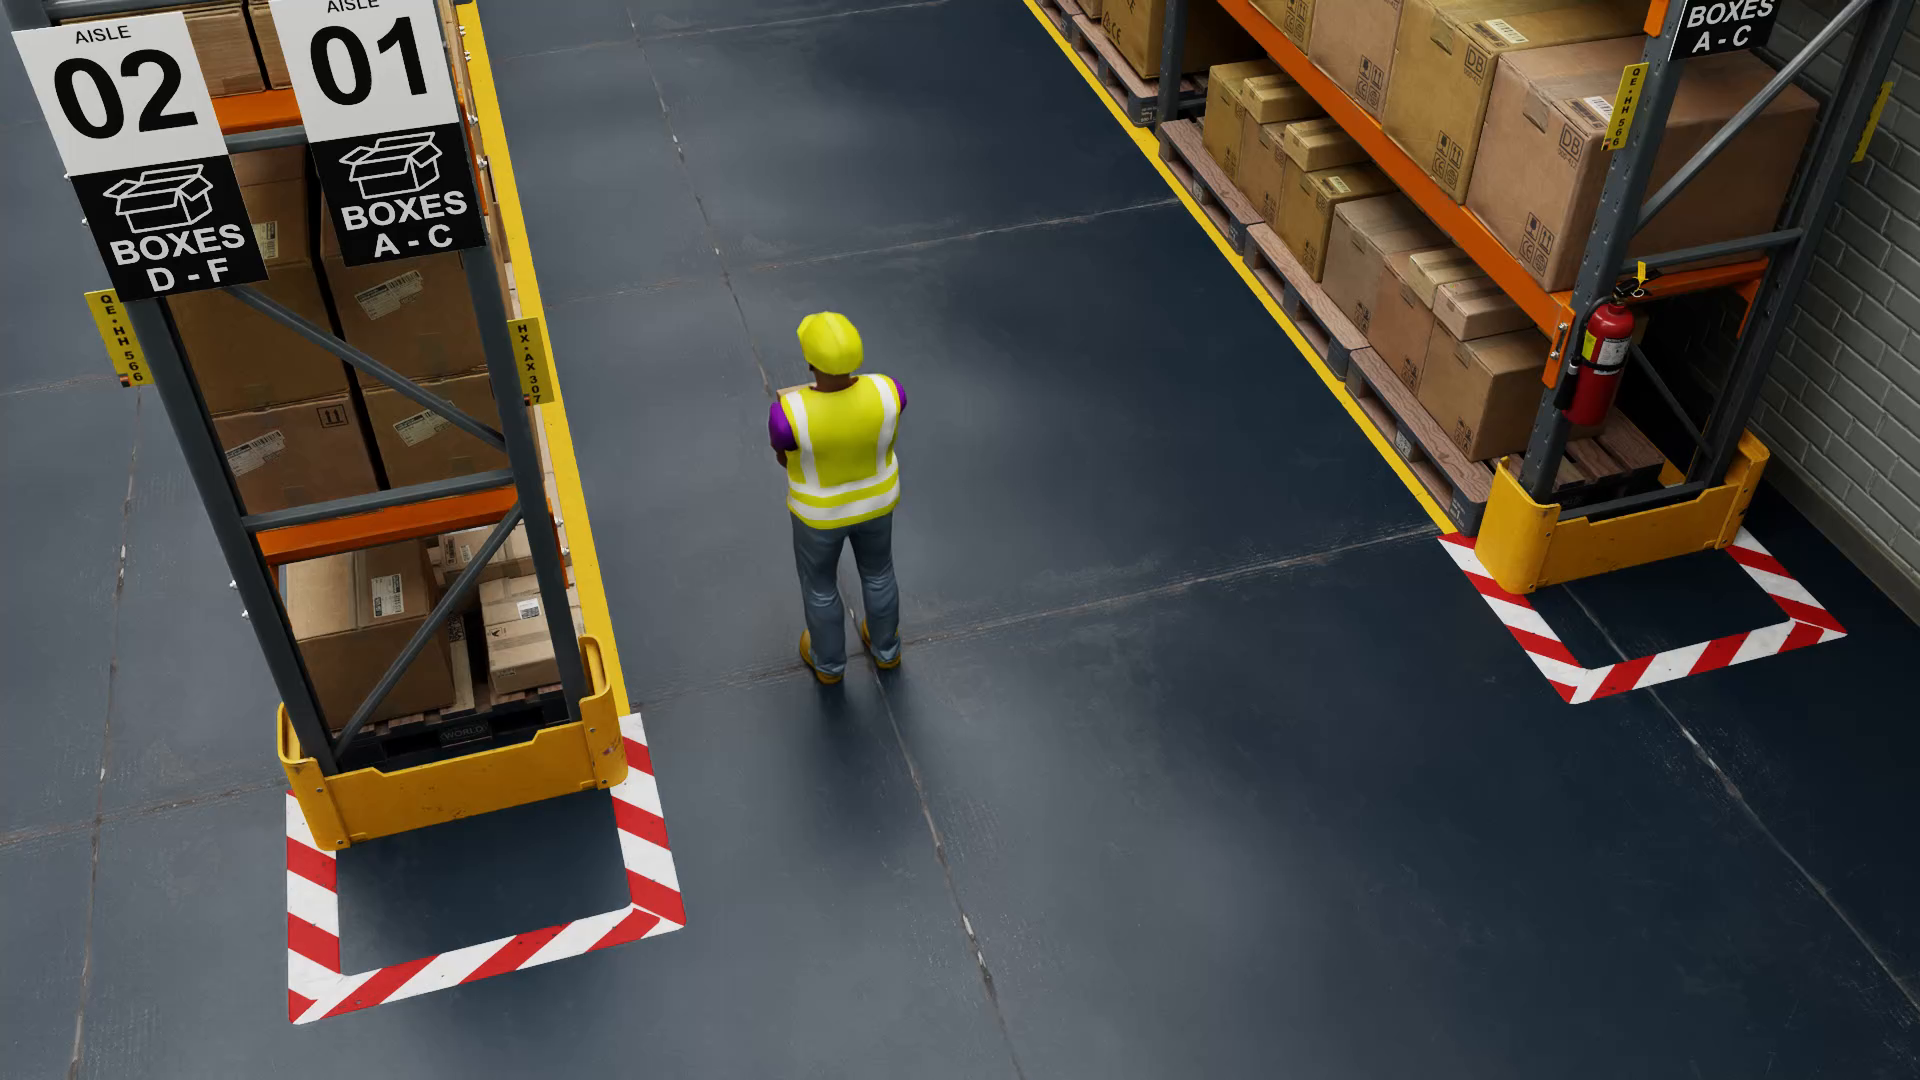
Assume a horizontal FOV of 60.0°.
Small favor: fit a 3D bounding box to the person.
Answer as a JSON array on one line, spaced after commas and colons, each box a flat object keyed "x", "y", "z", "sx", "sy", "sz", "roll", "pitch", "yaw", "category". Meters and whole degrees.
[{"x": -0.488, "y": -0.205, "z": 6.375, "sx": 0.503, "sy": 1.760, "sz": 0.577, "roll": -15, "pitch": 44, "yaw": -16, "category": "person"}]
